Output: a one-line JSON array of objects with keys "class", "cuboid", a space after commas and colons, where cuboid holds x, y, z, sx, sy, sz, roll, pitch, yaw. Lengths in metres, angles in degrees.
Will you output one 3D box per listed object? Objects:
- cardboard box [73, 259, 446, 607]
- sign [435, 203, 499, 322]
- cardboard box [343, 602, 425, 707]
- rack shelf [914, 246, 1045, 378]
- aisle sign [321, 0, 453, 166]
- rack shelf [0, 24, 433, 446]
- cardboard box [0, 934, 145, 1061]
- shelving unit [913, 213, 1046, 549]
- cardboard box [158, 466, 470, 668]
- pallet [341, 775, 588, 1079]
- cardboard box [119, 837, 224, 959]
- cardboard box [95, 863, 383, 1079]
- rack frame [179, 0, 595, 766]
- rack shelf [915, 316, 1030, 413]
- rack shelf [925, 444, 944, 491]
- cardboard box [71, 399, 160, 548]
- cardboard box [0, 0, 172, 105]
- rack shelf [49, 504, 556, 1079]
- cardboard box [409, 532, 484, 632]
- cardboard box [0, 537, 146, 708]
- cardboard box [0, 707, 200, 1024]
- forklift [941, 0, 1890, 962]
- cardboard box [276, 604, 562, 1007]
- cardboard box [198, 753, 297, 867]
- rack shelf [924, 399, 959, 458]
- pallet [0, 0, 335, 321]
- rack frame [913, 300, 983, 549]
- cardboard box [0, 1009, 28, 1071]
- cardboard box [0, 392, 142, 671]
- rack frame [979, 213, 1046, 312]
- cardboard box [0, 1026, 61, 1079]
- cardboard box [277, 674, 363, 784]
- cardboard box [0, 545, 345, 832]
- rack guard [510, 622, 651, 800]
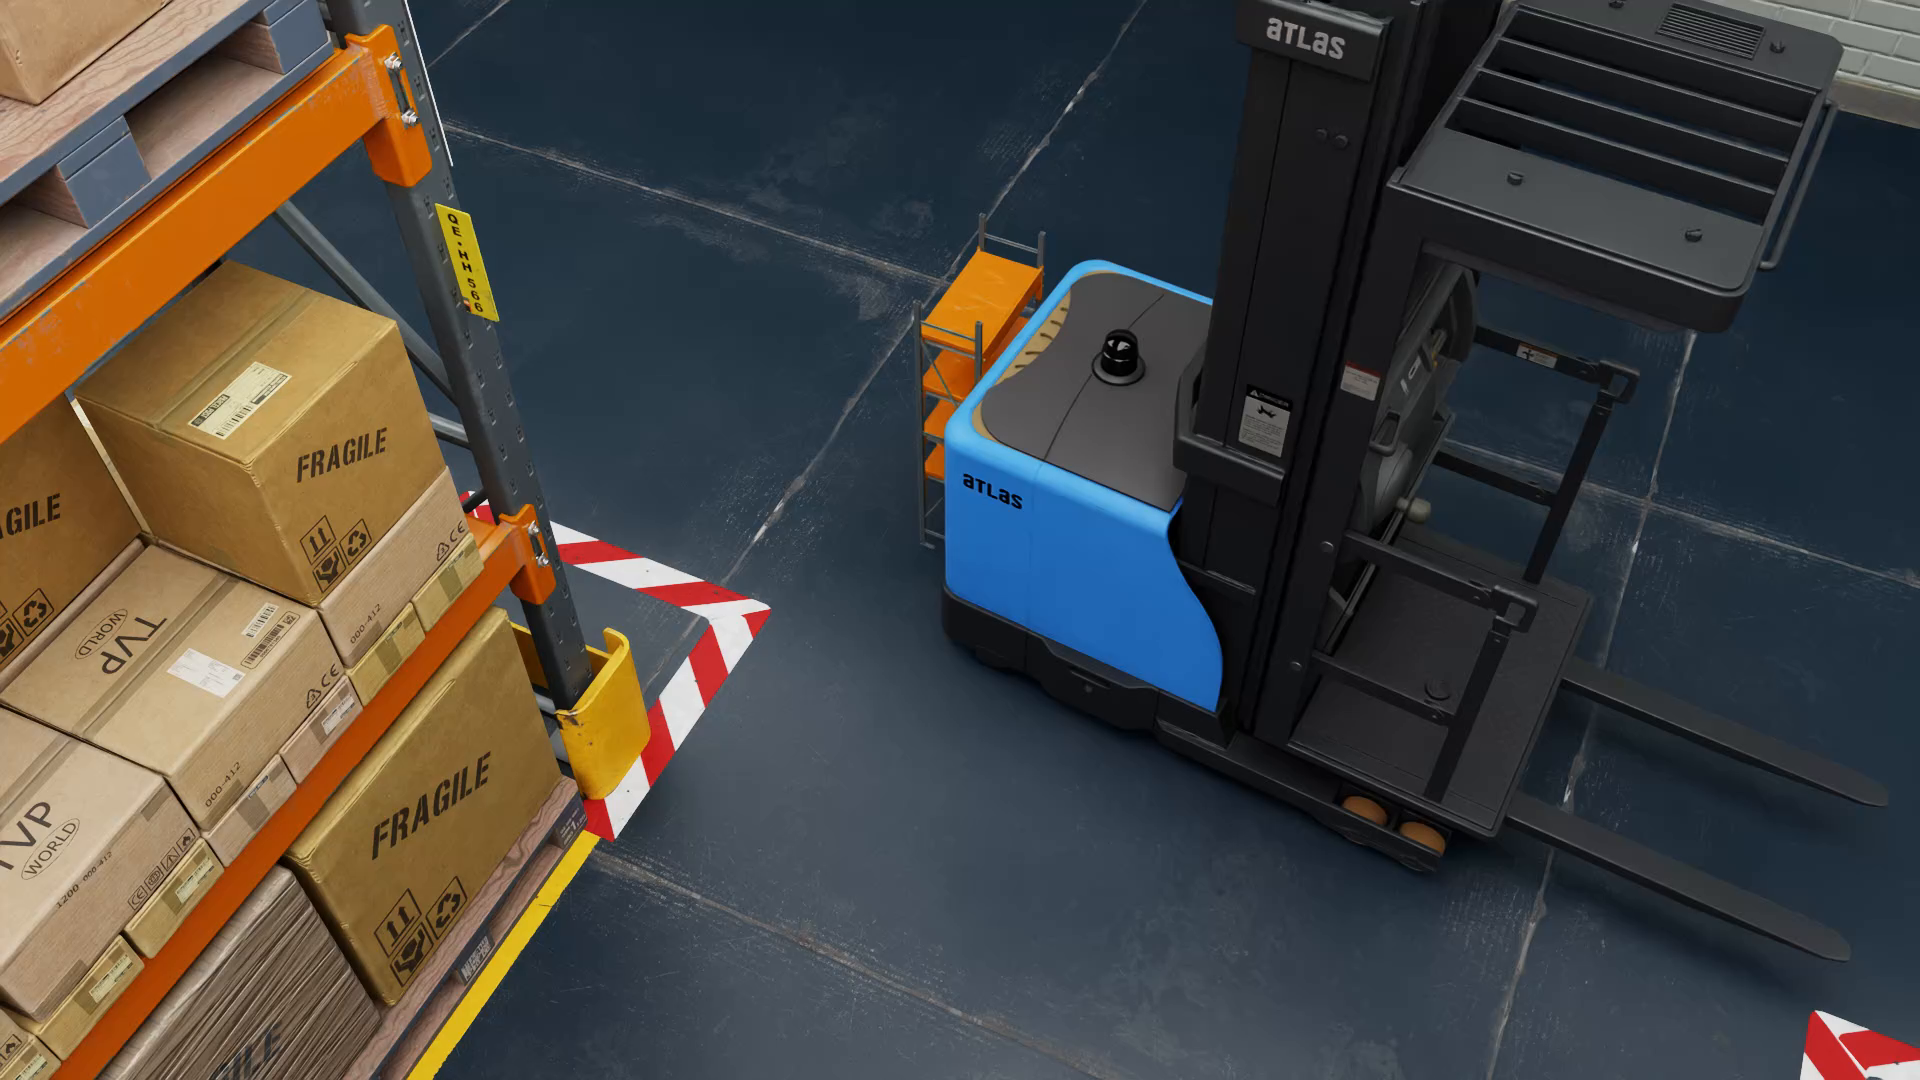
[{"class": "cardboard box", "cuboid": [-1.617, -0.254, 3.907, 0.500, 0.500, 0.500, 20, 53, 17]}, {"class": "sign", "cuboid": [-1.162, -0.650, 3.918, 0.100, 0.325, 0.005, 20, 52, 16]}, {"class": "cardboard box", "cuboid": [-1.610, 0.229, 4.250, 0.380, 0.149, 0.250, 20, 53, 16]}, {"class": "rack shelf", "cuboid": [0.068, -0.758, 5.591, 0.258, 0.148, 0.480, 20, 53, 17]}, {"class": "aisle sign", "cuboid": [-1.344, -1.179, 3.576, 0.394, 0.787, 0.004, 20, 52, 16]}, {"class": "rack shelf", "cuboid": [-2.501, 0.254, 2.567, 1.077, 0.370, 4.000, 20, 52, 16]}, {"class": "cardboard box", "cuboid": [-2.046, 0.932, 3.652, 0.380, 0.149, 0.250, 20, 52, 16]}, {"class": "shelving unit", "cuboid": [0.068, -0.504, 5.891, 0.258, 1.200, 0.503, 20, 53, 17]}, {"class": "cardboard box", "cuboid": [-1.614, -0.012, 4.194, 0.500, 0.250, 0.500, 19, 52, 16]}, {"class": "pallet", "cuboid": [-1.917, 1.096, 5.179, 1.003, 0.211, 1.213, 20, 52, 16]}, {"class": "cardboard box", "cuboid": [-1.936, 0.753, 3.804, 0.380, 0.149, 0.250, 19, 52, 15]}, {"class": "cardboard box", "cuboid": [-2.236, 1.262, 4.326, 0.875, 0.875, 0.875, 20, 52, 16]}, {"class": "rack frame", "cuboid": [-1.646, -0.384, 4.607, 1.000, 3.000, 0.127, 20, 52, 16]}, {"class": "rack shelf", "cuboid": [0.068, -0.605, 5.772, 0.258, 0.148, 0.480, 20, 53, 17]}, {"class": "rack shelf", "cuboid": [0.068, -0.331, 6.093, 0.258, 0.148, 0.480, 20, 53, 17]}, {"class": "cardboard box", "cuboid": [-2.096, -0.189, 4.345, 0.500, 0.250, 0.500, 19, 52, 15]}, {"class": "cardboard box", "cuboid": [-1.820, -1.182, 2.909, 0.700, 0.500, 0.500, 17, 52, 14]}, {"class": "rack shelf", "cuboid": [-2.501, 1.226, 3.710, 1.077, 0.370, 4.000, 20, 52, 16]}, {"class": "cardboard box", "cuboid": [-1.501, 0.050, 4.403, 0.380, 0.149, 0.250, 21, 53, 17]}, {"class": "cardboard box", "cuboid": [-2.312, 0.171, 4.038, 0.500, 0.250, 0.500, 19, 52, 16]}, {"class": "cardboard box", "cuboid": [-2.048, 0.688, 3.598, 0.500, 0.250, 0.500, 18, 52, 15]}, {"class": "forklift", "cuboid": [1.470, -0.356, 4.628, 3.031, 2.935, 1.130, 24, 54, 19]}, {"class": "cardboard box", "cuboid": [-1.848, 0.635, 4.860, 0.875, 0.875, 0.875, 20, 52, 16]}, {"class": "cardboard box", "cuboid": [-1.827, 0.574, 3.957, 0.380, 0.149, 0.250, 21, 53, 17]}, {"class": "rack shelf", "cuboid": [0.068, -0.460, 5.942, 0.258, 0.148, 0.480, 20, 53, 17]}, {"class": "pallet", "cuboid": [-1.954, -0.813, 3.061, 1.003, 0.211, 1.213, 20, 52, 16]}, {"class": "rack frame", "cuboid": [-0.039, -0.337, 5.749, 0.240, 1.200, 0.015, 20, 53, 17]}, {"class": "cardboard box", "cuboid": [-2.267, 1.048, 3.292, 0.500, 0.250, 0.500, 20, 52, 16]}, {"class": "cardboard box", "cuboid": [-2.309, -0.088, 3.766, 0.500, 0.500, 0.500, 19, 52, 15]}, {"class": "rack frame", "cuboid": [0.175, -0.671, 6.033, 0.240, 1.200, 0.015, 20, 53, 17]}, {"class": "cardboard box", "cuboid": [-2.154, 1.102, 3.508, 0.380, 0.149, 0.250, 21, 53, 17]}, {"class": "cardboard box", "cuboid": [-1.719, 0.402, 4.103, 0.380, 0.149, 0.250, 20, 52, 16]}, {"class": "cardboard box", "cuboid": [-1.831, 0.337, 3.897, 0.500, 0.250, 0.500, 19, 52, 15]}, {"class": "rack guard", "cuboid": [-1.636, 0.409, 5.573, 1.175, 0.500, 0.348, 20, 52, 16]}]
